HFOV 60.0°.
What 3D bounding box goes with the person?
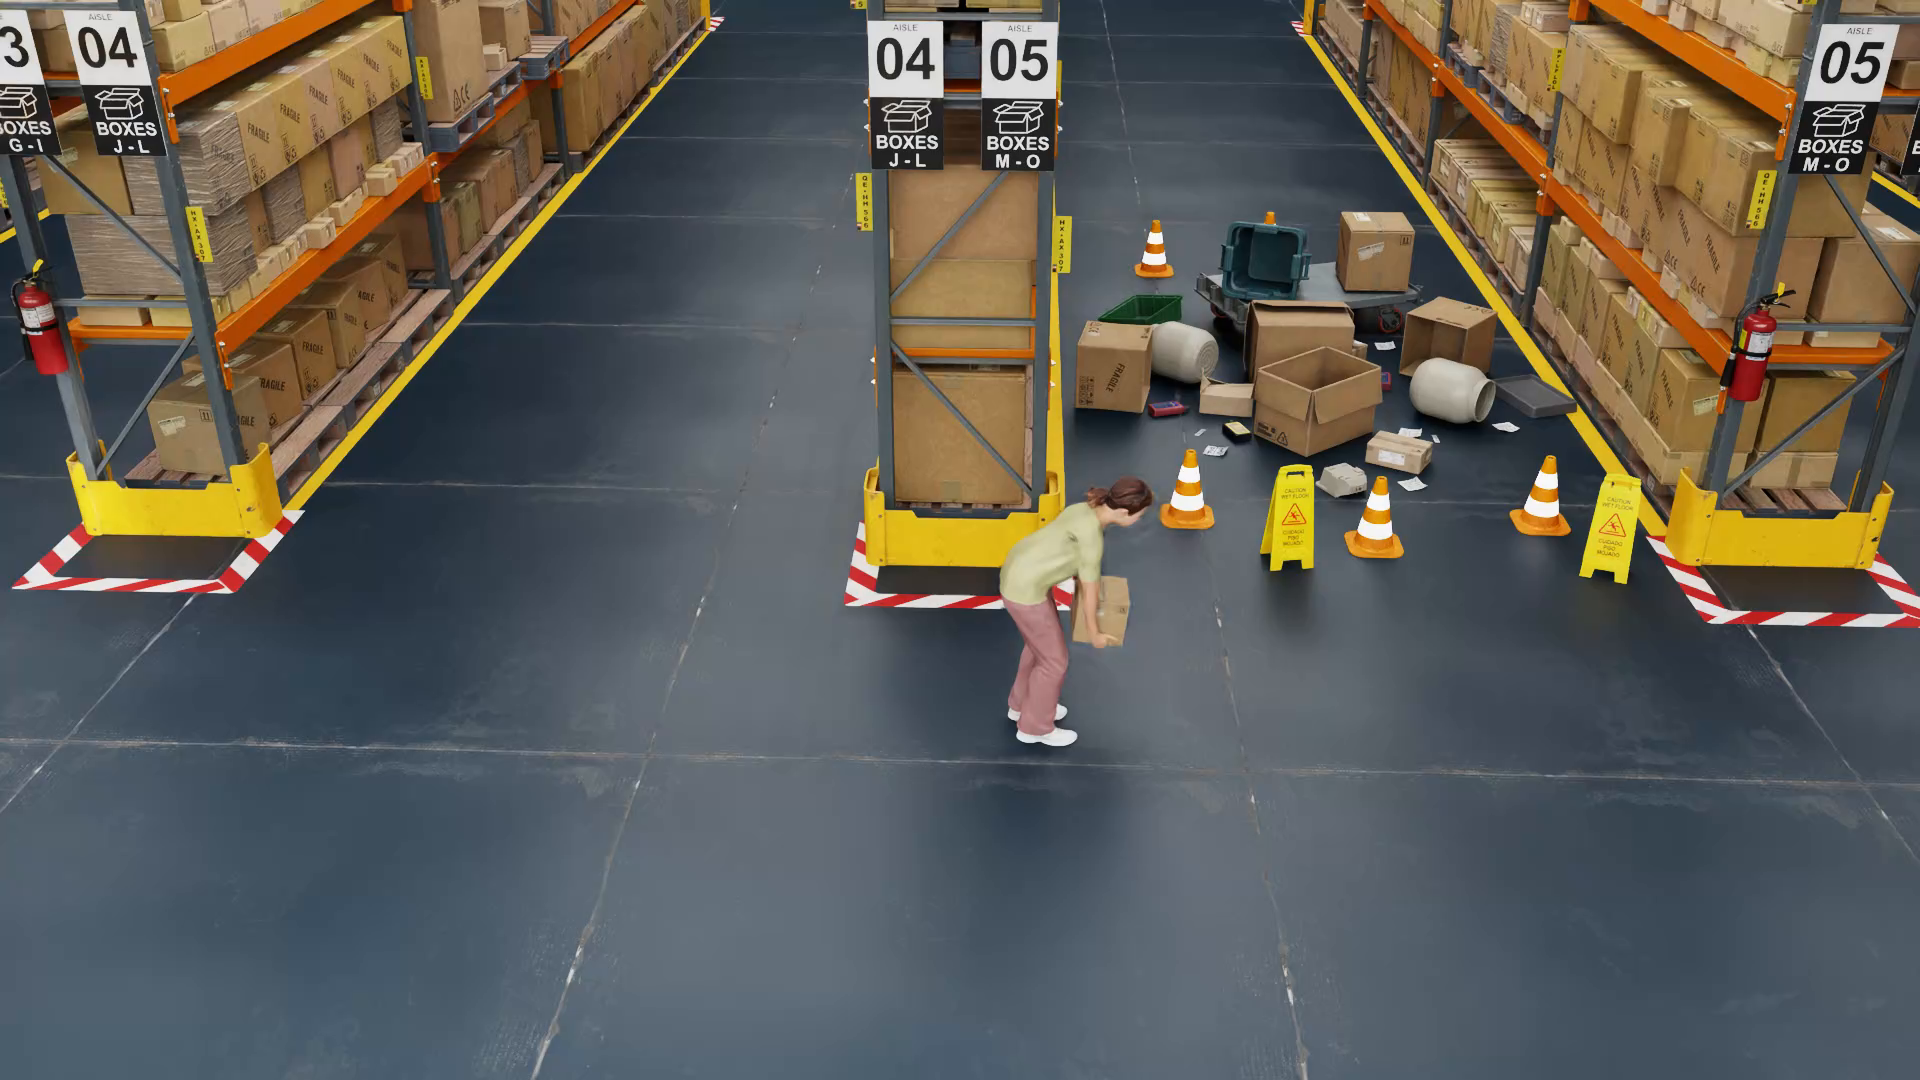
[{"bbox_3d":[0.558,0.340,8.236,0.730,1.445,0.398,0,28,1],"label":"person"}]
